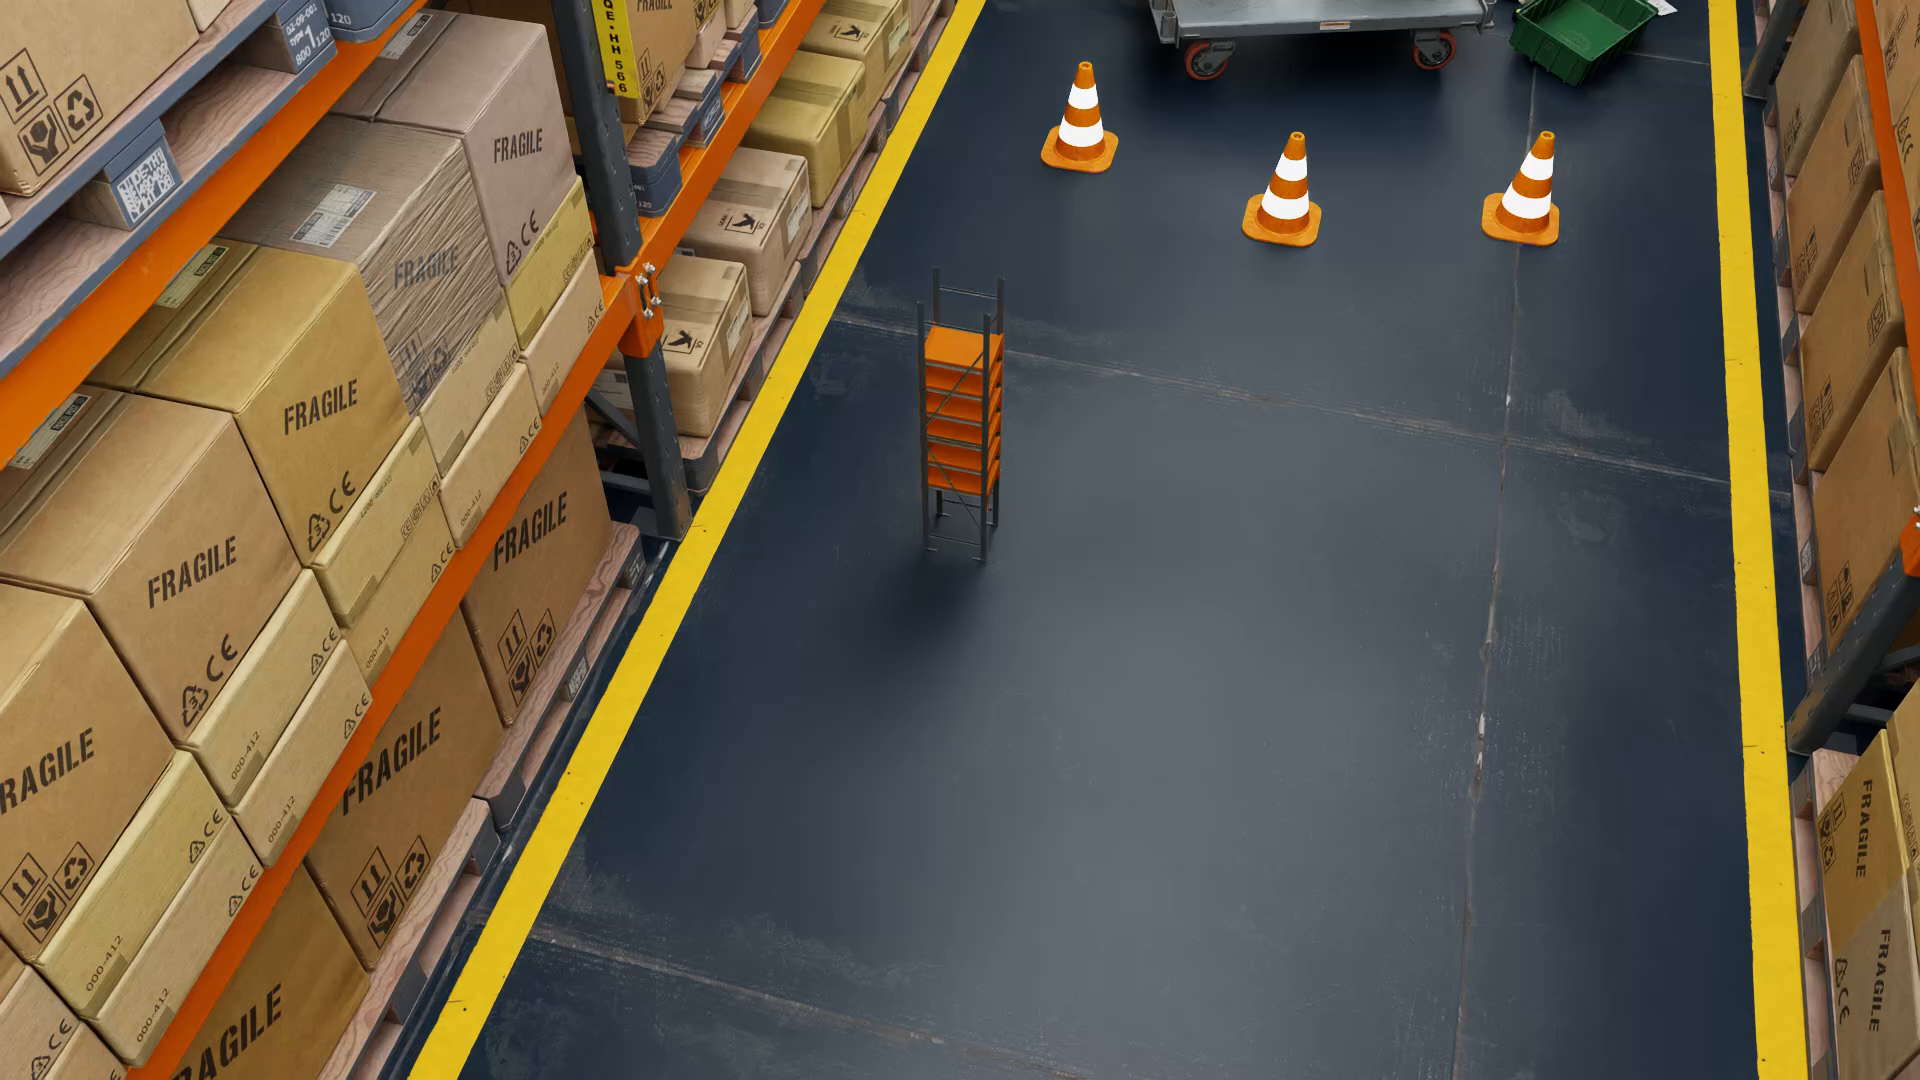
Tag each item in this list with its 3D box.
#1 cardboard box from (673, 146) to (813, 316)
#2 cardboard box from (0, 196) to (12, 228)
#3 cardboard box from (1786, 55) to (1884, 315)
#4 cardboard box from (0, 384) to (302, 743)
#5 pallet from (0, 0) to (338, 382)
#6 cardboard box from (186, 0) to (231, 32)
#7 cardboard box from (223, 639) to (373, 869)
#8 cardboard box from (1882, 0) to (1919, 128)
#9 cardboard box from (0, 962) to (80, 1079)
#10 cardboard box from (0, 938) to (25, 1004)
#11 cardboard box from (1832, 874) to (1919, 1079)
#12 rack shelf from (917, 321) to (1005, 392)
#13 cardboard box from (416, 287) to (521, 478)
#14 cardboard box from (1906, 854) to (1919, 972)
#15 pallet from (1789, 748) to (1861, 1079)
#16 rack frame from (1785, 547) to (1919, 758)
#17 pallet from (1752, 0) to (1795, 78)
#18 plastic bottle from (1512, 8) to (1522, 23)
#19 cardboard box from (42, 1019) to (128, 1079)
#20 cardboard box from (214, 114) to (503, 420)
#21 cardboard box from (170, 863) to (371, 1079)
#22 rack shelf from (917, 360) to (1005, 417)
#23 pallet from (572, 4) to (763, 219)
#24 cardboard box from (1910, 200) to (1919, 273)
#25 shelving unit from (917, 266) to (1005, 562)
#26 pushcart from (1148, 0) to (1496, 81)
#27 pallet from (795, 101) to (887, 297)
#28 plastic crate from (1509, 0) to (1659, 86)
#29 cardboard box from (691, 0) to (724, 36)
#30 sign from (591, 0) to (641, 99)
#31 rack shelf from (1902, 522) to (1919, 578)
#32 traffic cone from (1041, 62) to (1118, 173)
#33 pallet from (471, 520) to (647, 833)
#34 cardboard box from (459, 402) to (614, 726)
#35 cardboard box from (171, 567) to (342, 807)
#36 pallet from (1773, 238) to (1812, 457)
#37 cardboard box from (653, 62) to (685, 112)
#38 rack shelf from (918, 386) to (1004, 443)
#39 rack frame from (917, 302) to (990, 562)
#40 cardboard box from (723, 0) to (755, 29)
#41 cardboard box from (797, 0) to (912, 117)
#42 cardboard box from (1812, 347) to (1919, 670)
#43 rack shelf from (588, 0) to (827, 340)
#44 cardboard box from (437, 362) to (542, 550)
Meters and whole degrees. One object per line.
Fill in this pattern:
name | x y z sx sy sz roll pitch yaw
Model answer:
cardboard box | -1.165 -1.333 6.898 0.950 0.372 0.625 11 49 9
cardboard box | -1.744 -0.567 2.559 0.396 0.266 0.258 15 50 13
cardboard box | 4.010 -1.341 6.654 1.050 0.750 0.750 12 50 10
cardboard box | -1.798 0.036 3.484 0.500 0.500 0.500 11 49 9
pallet | -1.920 -0.766 3.050 1.003 0.211 1.213 14 50 12
cardboard box | -1.535 -1.143 3.067 0.396 0.266 0.258 10 49 9
cardboard box | -1.767 0.454 3.949 0.500 0.250 0.500 11 49 9
cardboard box | 3.546 -1.723 5.703 0.500 0.500 0.500 12 50 11
cardboard box | -2.065 1.011 3.124 0.500 0.250 0.500 12 50 11
cardboard box | -2.063 0.773 2.833 0.500 0.500 0.500 11 50 10
cardboard box | 2.731 1.296 4.492 0.500 0.500 0.500 12 50 10
rack shelf | 0.004 -0.616 5.573 0.258 0.103 0.180 12 50 10
cardboard box | -1.524 -0.465 4.426 0.500 0.250 0.500 10 49 9
cardboard box | 2.743 1.040 4.218 0.500 0.250 0.500 11 49 10
pallet | 3.085 1.270 4.988 1.003 0.211 1.213 12 50 10
rack frame | 3.292 -0.217 4.441 1.000 3.000 0.127 12 50 10
pallet | 4.620 -2.723 8.512 1.003 0.211 1.213 12 50 10
plastic bottle | 2.961 -2.636 8.536 0.133 0.061 0.283 -11 50 -10
cardboard box | -2.058 1.181 3.307 0.500 0.250 0.500 10 49 9
cardboard box | -1.521 -0.687 4.122 0.500 0.500 0.500 12 50 11
cardboard box | -2.247 1.217 4.312 0.875 0.875 0.875 13 50 11
rack shelf | 0.004 -0.537 5.663 0.258 0.103 0.180 12 50 10
pallet | -1.425 -1.594 5.784 1.213 0.211 1.003 12 50 10
cardboard box | 3.284 -0.990 5.056 0.500 0.500 0.500 12 50 10
shelving unit | 0.004 -0.407 5.809 0.258 1.200 0.189 12 50 10
pushcart | 1.755 -2.733 8.410 1.648 0.377 0.936 -4 49 -3
pallet | -0.980 -1.643 7.559 1.003 0.211 1.213 12 50 10
plastic crate | 3.126 -2.583 8.367 0.662 0.188 0.450 -37 68 -28
cardboard box | -1.038 -2.050 5.513 0.500 0.500 0.500 14 50 12
sign | -0.974 -1.397 4.710 0.100 0.325 0.005 12 50 10
rack shelf | 2.765 1.467 3.434 1.077 0.370 4.000 12 50 10
traffic cone | 0.567 -2.002 7.708 0.336 0.463 0.334 12 50 10
pallet | -1.790 0.357 5.794 1.003 0.211 1.213 12 50 10
cardboard box | -1.772 -0.074 5.452 0.875 0.875 0.875 11 50 10
cardboard box | -1.775 0.285 3.764 0.500 0.250 0.500 10 49 9
pallet | 3.895 -0.730 6.753 1.003 0.211 1.213 12 50 10
cardboard box | -1.139 -1.573 5.525 0.380 0.149 0.250 9 49 8
rack shelf | 0.004 -0.457 5.753 0.258 0.103 0.180 12 50 10
rack frame | -0.020 -0.341 5.751 0.240 1.200 0.006 12 50 10
cardboard box | -0.930 -1.957 5.864 0.380 0.149 0.250 12 50 10
cardboard box | -0.779 -2.383 7.825 0.950 0.372 0.625 14 50 12
cardboard box | 3.539 -0.035 5.500 1.050 0.750 0.750 11 49 10
rack shelf | -0.984 -2.330 6.785 1.077 0.370 4.000 12 50 10
cardboard box | -1.512 -0.282 4.598 0.500 0.250 0.500 12 50 11
